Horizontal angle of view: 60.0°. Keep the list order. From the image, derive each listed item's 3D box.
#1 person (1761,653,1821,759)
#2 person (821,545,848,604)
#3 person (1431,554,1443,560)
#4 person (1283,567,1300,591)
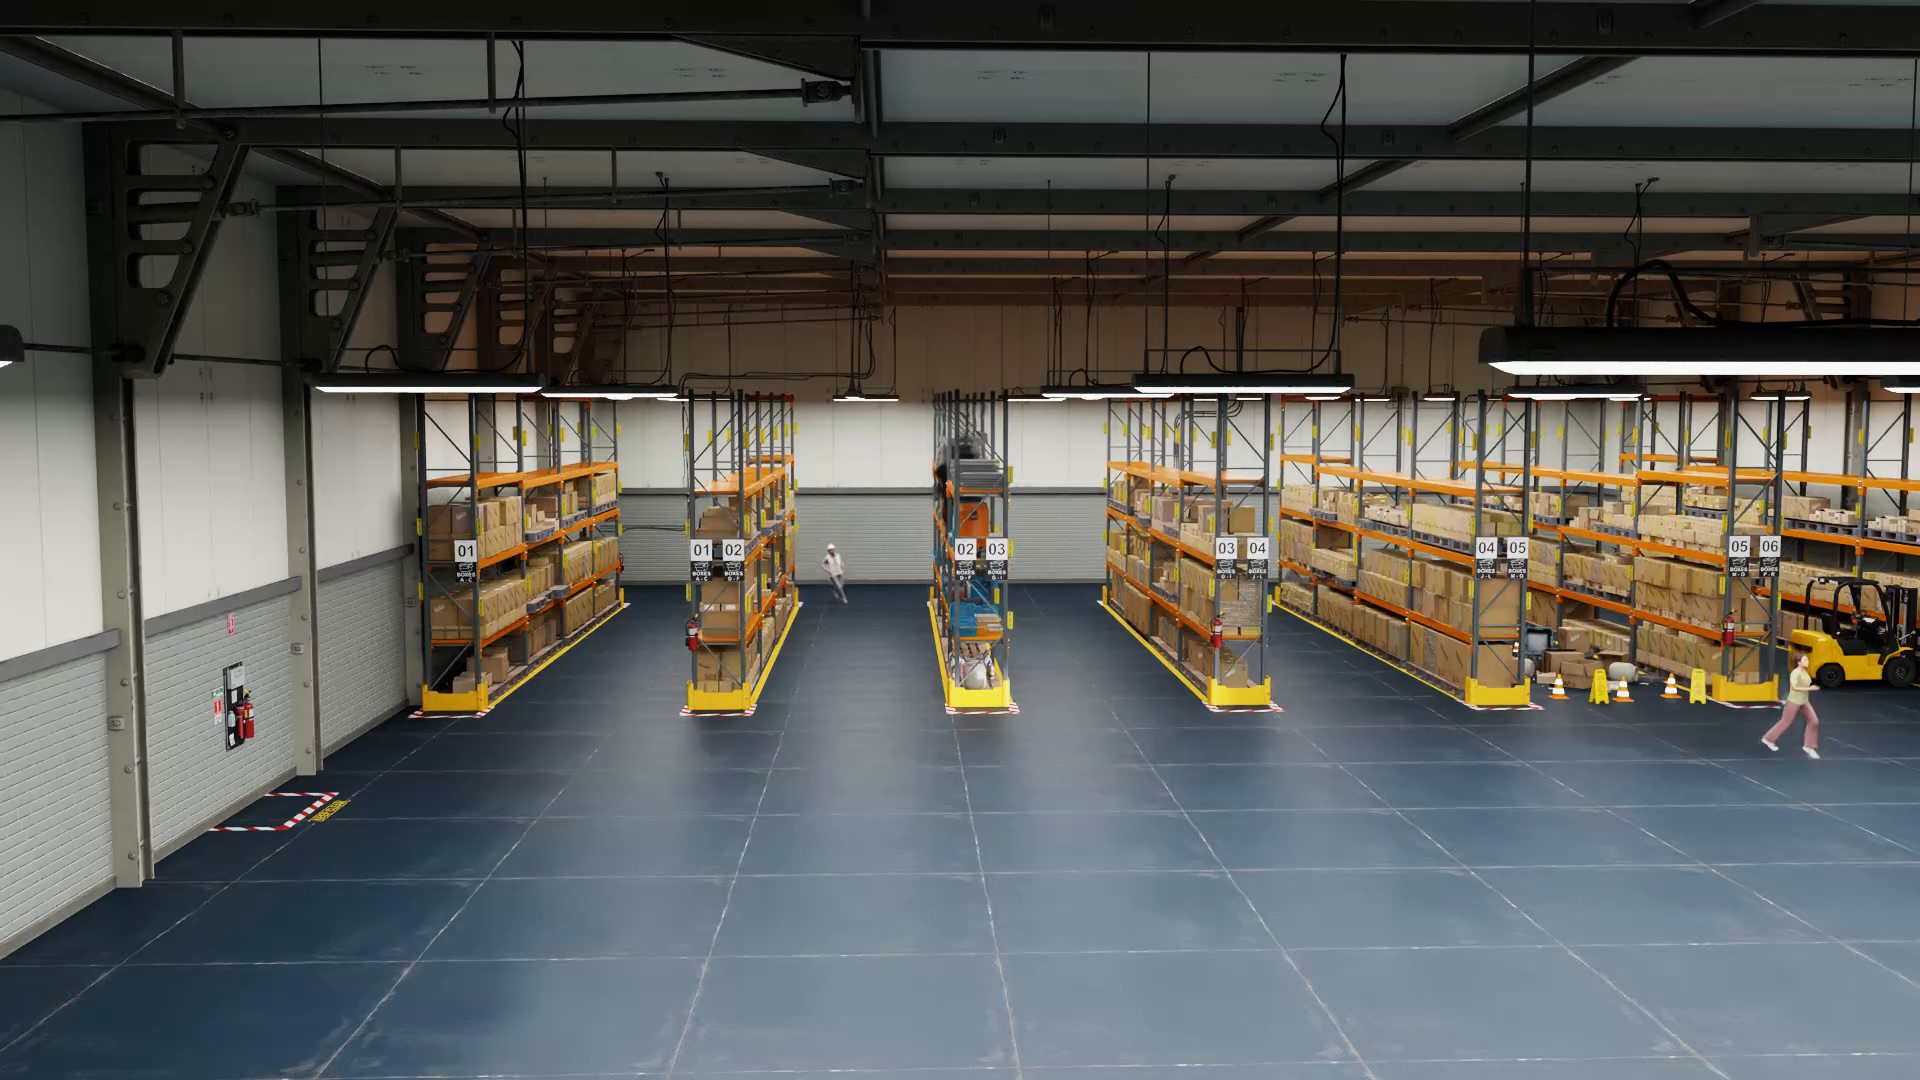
[{"bbox_3d":[13.596,2.682,27.127,0.584,1.717,0.878,-4,6,-38],"label":"person"},{"bbox_3d":[-3.659,0.978,47.878,0.692,1.718,0.832,-3,6,-34],"label":"person"},{"bbox_3d":[14.068,0.842,49.394,0.603,1.735,0.746,2,5,22],"label":"person"},{"bbox_3d":[9.772,0.870,48.922,0.881,1.763,0.687,2,5,22],"label":"person"}]
